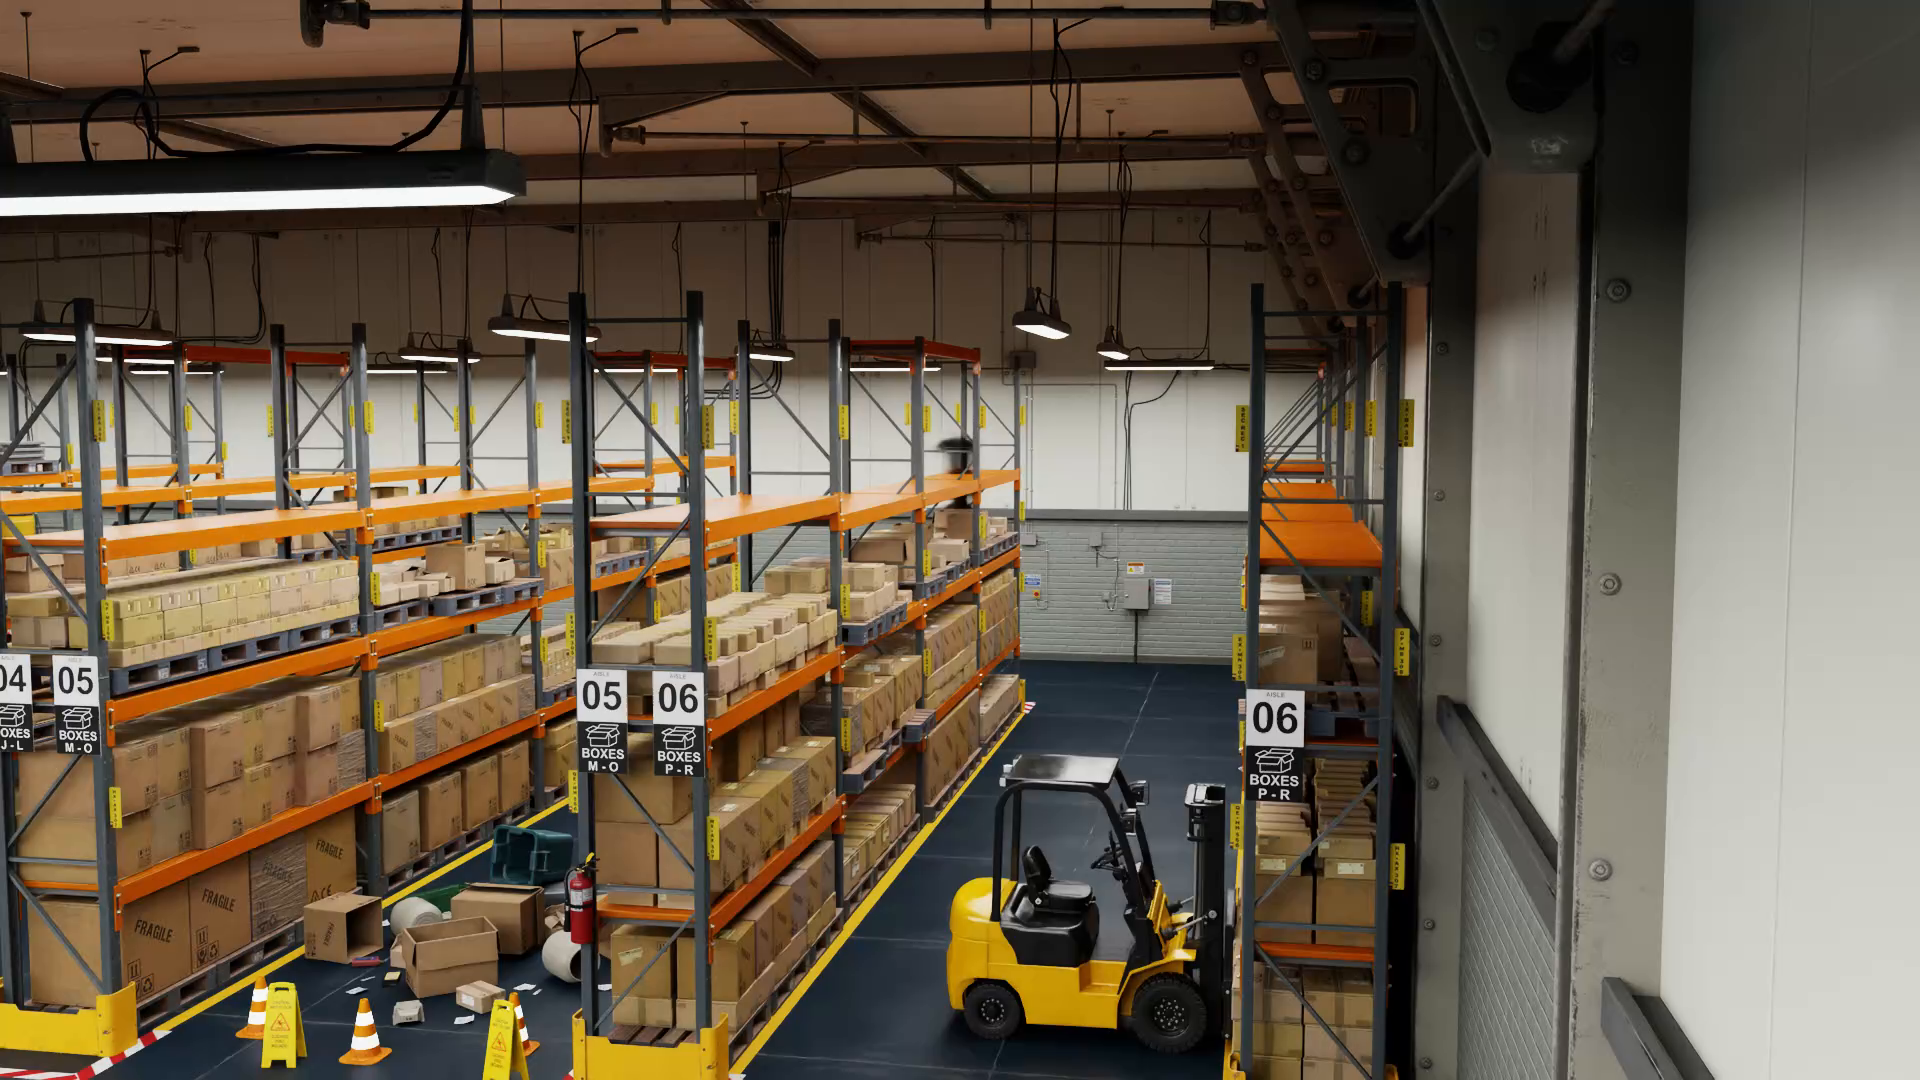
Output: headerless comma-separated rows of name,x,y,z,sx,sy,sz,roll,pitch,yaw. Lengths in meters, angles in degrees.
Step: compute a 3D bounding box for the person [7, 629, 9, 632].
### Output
person,-16.348,2.070,29.003,0.612,1.639,0.789,-2,5,-27
